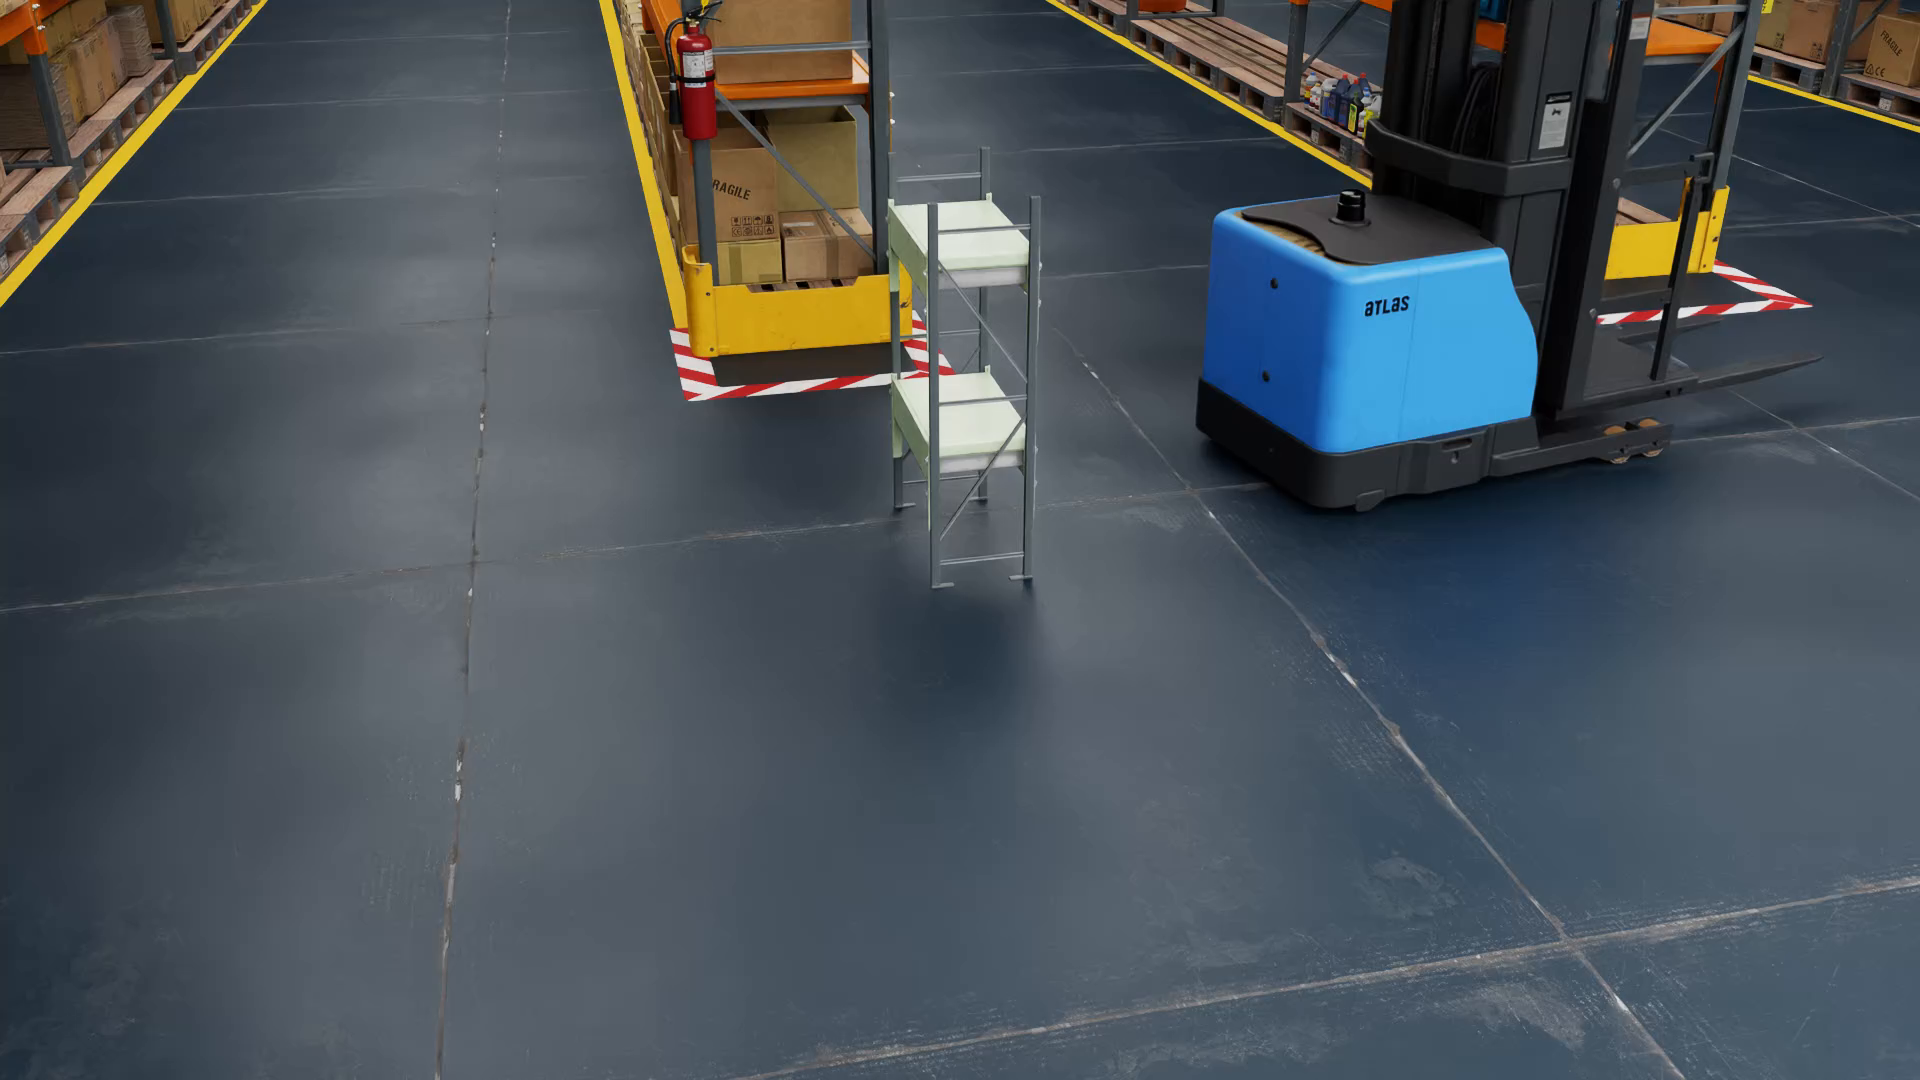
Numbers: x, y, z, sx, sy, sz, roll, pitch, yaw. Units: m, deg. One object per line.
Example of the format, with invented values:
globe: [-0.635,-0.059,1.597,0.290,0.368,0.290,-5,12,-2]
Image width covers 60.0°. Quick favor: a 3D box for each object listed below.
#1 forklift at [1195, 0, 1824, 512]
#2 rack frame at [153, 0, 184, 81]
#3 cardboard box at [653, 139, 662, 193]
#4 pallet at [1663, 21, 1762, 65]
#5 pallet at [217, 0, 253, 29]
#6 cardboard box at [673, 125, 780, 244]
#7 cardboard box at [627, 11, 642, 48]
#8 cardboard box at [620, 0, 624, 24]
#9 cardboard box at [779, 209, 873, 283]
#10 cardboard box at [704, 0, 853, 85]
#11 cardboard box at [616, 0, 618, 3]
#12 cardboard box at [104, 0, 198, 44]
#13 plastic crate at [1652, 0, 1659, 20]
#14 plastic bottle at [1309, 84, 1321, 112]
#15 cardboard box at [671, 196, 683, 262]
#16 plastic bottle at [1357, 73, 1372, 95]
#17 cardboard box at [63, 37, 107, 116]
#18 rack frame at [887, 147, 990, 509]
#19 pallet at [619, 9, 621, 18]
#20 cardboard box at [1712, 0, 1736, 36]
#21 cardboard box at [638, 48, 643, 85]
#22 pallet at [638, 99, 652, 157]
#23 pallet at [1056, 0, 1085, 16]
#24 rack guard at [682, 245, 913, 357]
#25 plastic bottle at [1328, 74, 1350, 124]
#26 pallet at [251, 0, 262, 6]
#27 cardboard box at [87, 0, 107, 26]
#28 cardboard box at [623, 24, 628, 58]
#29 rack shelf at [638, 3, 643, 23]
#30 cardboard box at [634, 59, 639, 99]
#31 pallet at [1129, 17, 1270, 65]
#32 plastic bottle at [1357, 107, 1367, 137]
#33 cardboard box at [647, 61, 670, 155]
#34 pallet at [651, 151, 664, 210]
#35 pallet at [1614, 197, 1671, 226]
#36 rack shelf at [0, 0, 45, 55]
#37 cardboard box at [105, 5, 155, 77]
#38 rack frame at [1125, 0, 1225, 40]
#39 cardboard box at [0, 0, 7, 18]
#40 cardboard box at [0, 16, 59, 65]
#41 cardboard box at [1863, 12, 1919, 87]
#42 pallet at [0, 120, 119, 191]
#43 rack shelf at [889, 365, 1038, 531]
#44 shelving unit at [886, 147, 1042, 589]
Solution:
forklift: [2.643,-1.852,7.167,3.031,2.935,1.130,-11,29,-21]
rack frame: [-7.483,-5.434,14.186,1.000,3.000,0.127,-6,27,-12]
cardboard box: [-1.731,-2.468,10.896,0.500,0.250,0.500,-6,27,-12]
pallet: [7.441,-4.820,16.065,1.003,0.211,1.213,-6,27,-12]
pallet: [-8.137,-5.614,17.638,1.003,0.211,1.213,-6,27,-12]
cardboard box: [-1.265,-1.926,8.991,0.500,0.500,0.500,-6,27,-12]
cardboard box: [-2.470,-4.209,13.724,0.500,0.311,0.500,-6,27,-12]
cardboard box: [-2.826,-4.889,15.070,0.500,0.311,0.500,-5,27,-10]
cardboard box: [-0.759,-1.644,9.264,0.500,0.250,0.500,-6,27,-12]
cardboard box: [-0.947,-2.677,8.614,0.700,0.500,0.500,-6,27,-12]
cardboard box: [-3.337,-5.862,17.322,0.500,0.500,0.500,-7,28,-14]
cardboard box: [-7.521,-4.998,15.242,0.750,0.750,0.750,-6,27,-12]
plastic crate: [4.084,-3.235,10.124,0.298,0.136,0.250,-6,27,-12]
plastic bottle: [2.738,-3.402,12.778,0.097,0.201,0.097,0,27,0]
cardboard box: [-1.388,-1.810,9.592,0.500,0.250,0.500,-6,27,-12]
plastic bottle: [2.989,-3.316,12.442,0.144,0.351,0.185,-6,27,-12]
cardboard box: [-7.004,-3.529,12.699,0.700,0.500,0.500,-6,27,-11]
rack frame: [-0.081,-0.827,6.725,0.400,1.500,0.023,-6,27,-12]
pallet: [-3.060,-5.559,17.530,1.003,0.211,1.213,-6,27,-12]
cardboard box: [7.563,-4.996,15.604,0.700,0.500,0.500,-8,28,-16]
cardboard box: [-2.127,-3.541,12.400,0.500,0.311,0.500,-6,27,-12]
pallet: [-1.960,-3.257,12.968,1.003,0.211,1.213,-6,27,-12]
pallet: [1.680,-6.071,18.544,1.003,0.211,1.213,-6,27,-12]
rack guard: [-0.849,-1.300,8.770,1.175,0.500,0.348,-6,27,-12]
plastic bottle: [2.848,-3.301,12.413,0.144,0.351,0.185,-5,27,-10]
pallet: [-8.479,-6.287,18.971,1.003,0.211,1.213,-6,27,-12]
cardboard box: [-7.202,-4.281,13.357,0.500,0.250,0.500,-5,27,-11]
cardboard box: [-2.711,-4.418,14.759,0.500,0.250,0.500,-7,28,-13]
rack shelf: [-2.207,-4.739,13.609,1.077,0.370,4.000,-6,27,-12]
cardboard box: [-2.360,-3.742,13.420,0.500,0.250,0.500,-5,27,-10]
pallet: [2.306,-4.851,16.126,1.003,0.211,1.213,-6,27,-12]
plastic bottle: [2.932,-3.025,12.031,0.097,0.201,0.097,0,27,0]
cardboard box: [-1.731,-2.803,10.727,0.500,0.500,0.500,-6,27,-12]
pallet: [-1.618,-2.584,11.635,1.003,0.211,1.213,-6,27,-12]
pallet: [3.731,-2.069,10.614,1.003,0.211,1.213,-6,27,-12]
rack shelf: [-6.131,-2.478,9.130,1.077,0.370,4.000,-6,27,-12]
cardboard box: [-7.270,-4.203,14.035,0.700,0.500,0.500,-6,27,-11]
rack frame: [2.169,-6.440,16.179,1.000,3.000,0.127,-6,27,-12]
cardboard box: [-6.075,-3.223,9.951,0.500,0.250,0.500,-6,27,-11]
cardboard box: [-6.866,-3.607,12.022,0.500,0.250,0.500,-7,28,-13]
cardboard box: [7.948,-4.078,13.810,0.500,0.500,0.500,-7,28,-13]
pallet: [-6.758,-2.774,12.012,1.003,0.211,1.213,-6,27,-12]
rack shelf: [0.002,-0.376,6.553,0.431,0.370,0.720,-6,27,-12]
shelving unit: [0.002,-0.667,6.406,0.431,1.500,0.755,-6,27,-12]
